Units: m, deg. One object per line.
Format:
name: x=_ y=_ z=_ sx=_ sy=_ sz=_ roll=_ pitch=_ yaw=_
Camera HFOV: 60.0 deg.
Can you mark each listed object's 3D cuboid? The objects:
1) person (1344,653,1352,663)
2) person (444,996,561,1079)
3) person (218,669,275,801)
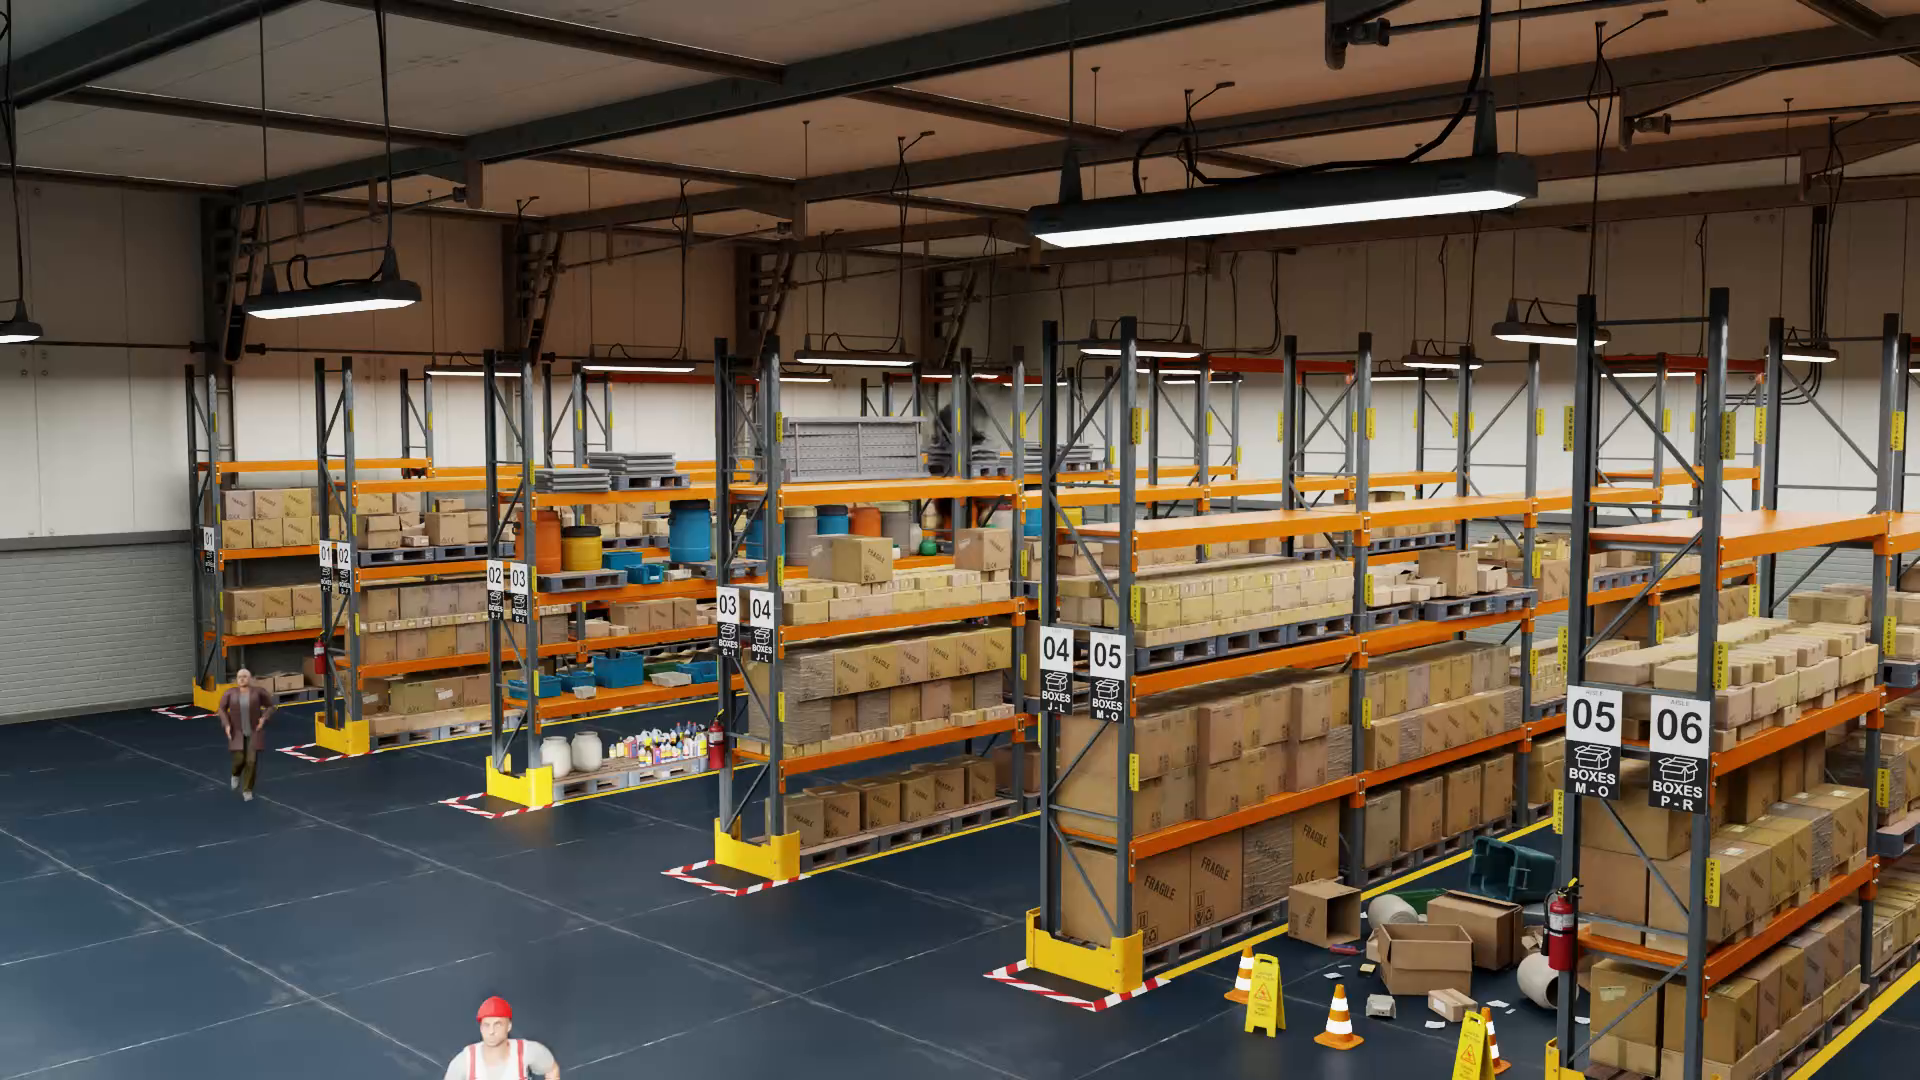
person: x=5.790 y=2.448 z=24.552 sx=0.509 sy=1.709 sz=0.837 roll=4 pitch=6 yaw=44
person: x=-2.676 y=3.534 z=9.684 sx=0.673 sy=1.755 sz=1.021 roll=-1 pitch=4 yaw=-11
person: x=-9.565 y=2.593 z=22.318 sx=0.704 sy=1.750 sz=0.685 roll=-2 pitch=5 yaw=-21
